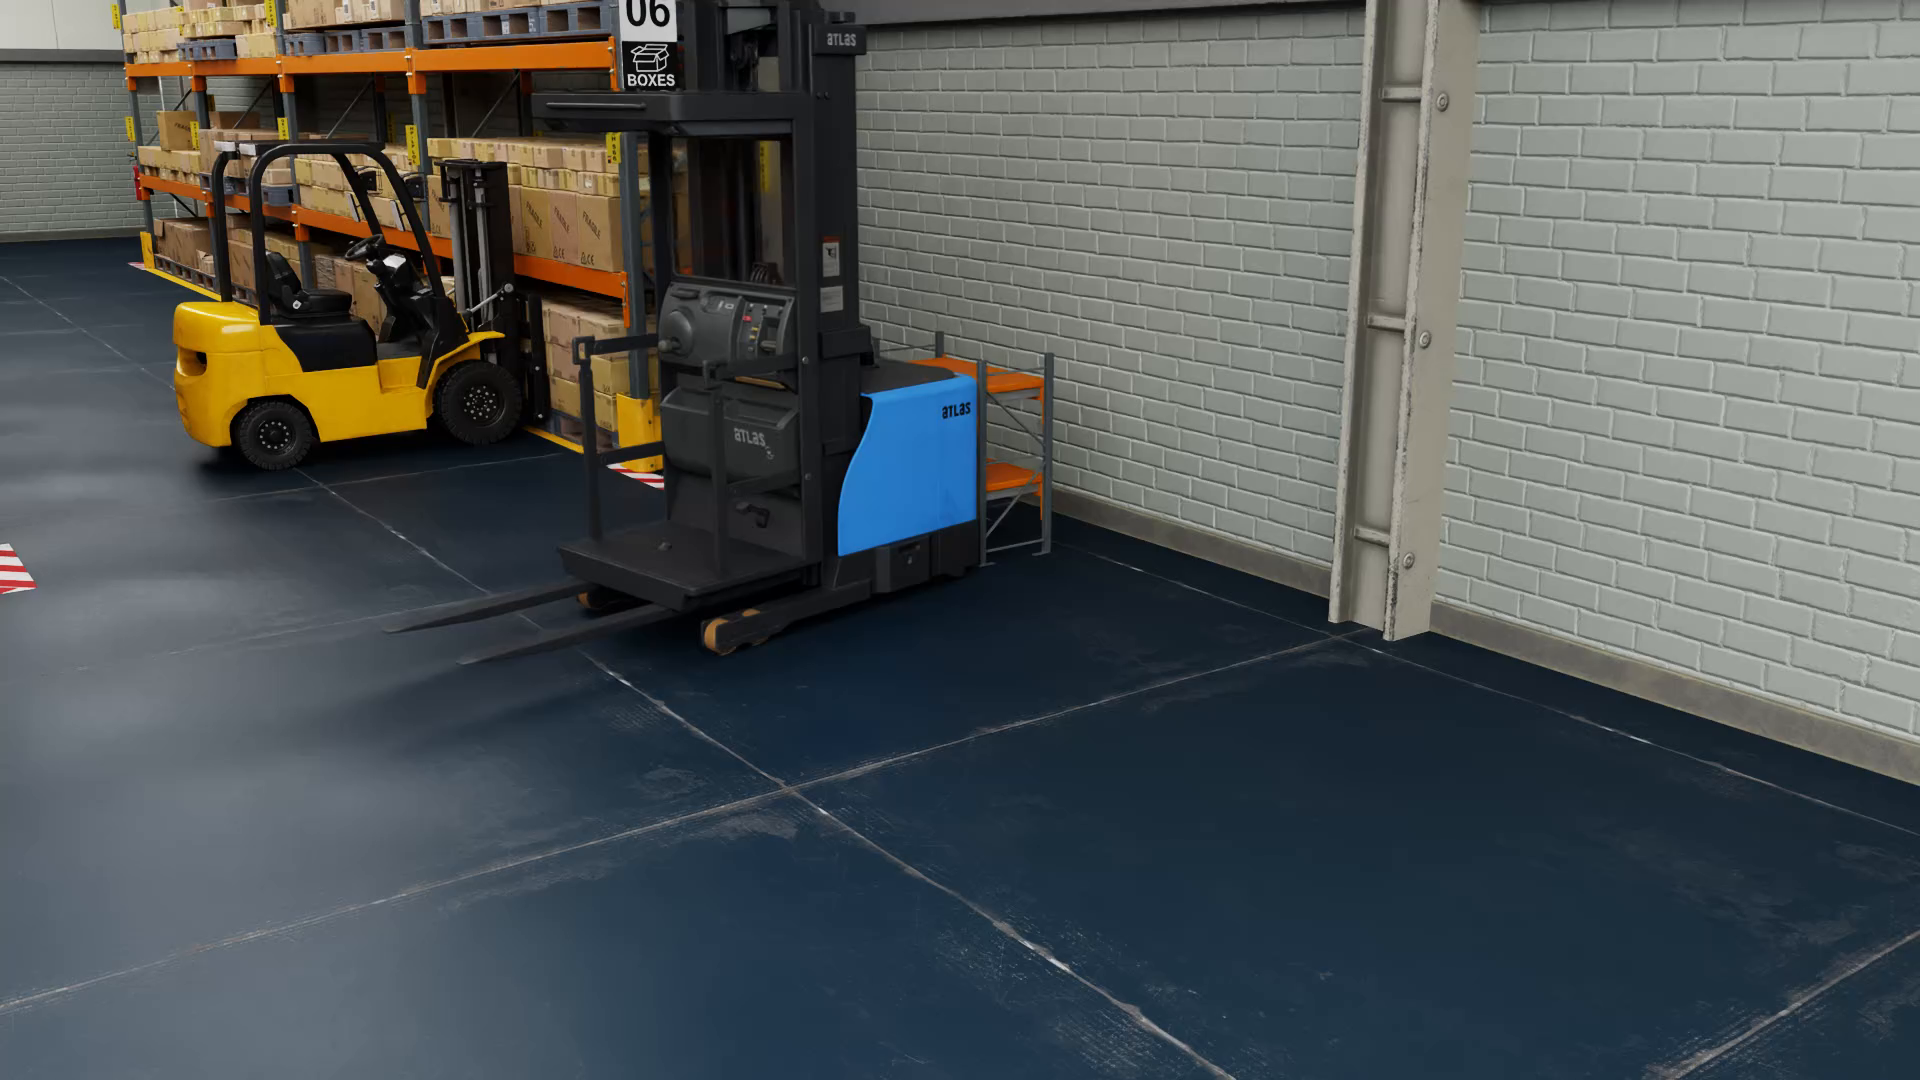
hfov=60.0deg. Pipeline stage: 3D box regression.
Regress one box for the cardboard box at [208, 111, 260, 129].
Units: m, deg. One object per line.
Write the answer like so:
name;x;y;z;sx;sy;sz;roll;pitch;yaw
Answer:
cardboard box;-9.524;-5.383;21.860;0.500;0.500;0.500;-11;19;-36

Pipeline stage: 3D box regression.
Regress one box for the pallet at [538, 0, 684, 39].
pallet;-2.203;-3.587;11.486;1.003;0.211;1.213;-11;19;-35

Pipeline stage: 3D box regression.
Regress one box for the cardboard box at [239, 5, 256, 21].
cardboard box;-7.566;-5.698;17.995;0.380;0.149;0.250;-11;19;-36

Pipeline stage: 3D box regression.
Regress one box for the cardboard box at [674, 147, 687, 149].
cardboard box;-1.939;-2.704;11.792;0.380;0.149;0.250;-10;18;-33

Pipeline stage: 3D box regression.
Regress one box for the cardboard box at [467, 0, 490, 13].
cardboard box;-3.533;-4.151;12.648;0.396;0.266;0.258;-11;19;-36

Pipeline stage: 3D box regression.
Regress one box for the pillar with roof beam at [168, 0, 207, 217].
pillar with roof beam;-15.554;-8.386;23.168;9.100;9.000;0.400;-11;19;-35

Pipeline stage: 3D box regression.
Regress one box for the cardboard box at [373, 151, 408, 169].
cardboard box;-5.070;-3.430;15.008;0.380;0.149;0.250;-12;19;-36

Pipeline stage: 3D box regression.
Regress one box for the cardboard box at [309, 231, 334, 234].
cardboard box;-7.495;-3.538;19.531;0.380;0.149;0.250;-12;19;-37

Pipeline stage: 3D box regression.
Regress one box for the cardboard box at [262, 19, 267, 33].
cardboard box;-7.186;-5.460;17.689;0.380;0.149;0.250;-10;18;-33

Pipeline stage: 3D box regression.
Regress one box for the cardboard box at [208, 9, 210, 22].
cardboard box;-8.343;-5.975;18.972;0.380;0.149;0.250;-11;19;-34

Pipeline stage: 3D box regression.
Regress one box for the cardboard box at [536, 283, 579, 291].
cardboard box;-3.118;-1.950;13.537;0.500;0.250;0.500;-11;19;-34

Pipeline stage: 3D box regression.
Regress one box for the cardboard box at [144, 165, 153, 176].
cardboard box;-11.245;-5.211;23.408;0.380;0.149;0.250;-11;19;-35

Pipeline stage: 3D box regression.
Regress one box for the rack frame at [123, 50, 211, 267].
rack frame;-11.216;-5.445;23.787;1.000;3.000;0.127;-11;19;-35

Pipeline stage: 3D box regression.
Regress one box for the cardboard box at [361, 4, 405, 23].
cardboard box;-5.052;-4.646;14.679;0.380;0.149;0.250;-11;19;-35

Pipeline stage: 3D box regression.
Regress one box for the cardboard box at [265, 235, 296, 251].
cardboard box;-7.764;-3.400;19.026;0.380;0.149;0.250;-12;19;-37

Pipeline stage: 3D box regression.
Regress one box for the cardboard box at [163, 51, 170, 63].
cardboard box;-10.034;-6.226;21.436;0.380;0.149;0.250;-11;19;-34

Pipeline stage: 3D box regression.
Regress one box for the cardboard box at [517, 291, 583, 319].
cardboard box;-3.233;-1.760;12.844;0.500;0.250;0.500;-11;19;-36

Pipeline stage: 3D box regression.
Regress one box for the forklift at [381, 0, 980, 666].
forklift;-1.266;-1.038;7.815;1.130;2.935;3.031;14;21;41

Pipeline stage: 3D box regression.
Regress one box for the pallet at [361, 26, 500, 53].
pallet;-4.689;-4.423;14.735;0.805;0.209;1.217;-12;19;-37

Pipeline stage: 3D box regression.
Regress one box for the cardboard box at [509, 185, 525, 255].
cardboard box;-3.214;-2.468;12.721;0.500;0.500;0.500;-11;19;-34

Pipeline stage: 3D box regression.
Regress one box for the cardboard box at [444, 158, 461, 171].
cardboard box;-4.032;-3.079;13.727;0.380;0.149;0.250;-10;18;-33

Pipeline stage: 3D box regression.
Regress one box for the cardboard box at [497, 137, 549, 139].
cardboard box;-3.728;-3.365;14.209;0.380;0.149;0.250;-11;19;-34

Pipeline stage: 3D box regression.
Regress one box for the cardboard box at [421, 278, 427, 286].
cardboard box;-4.476;-2.049;15.083;0.875;0.625;0.625;-10;18;-32

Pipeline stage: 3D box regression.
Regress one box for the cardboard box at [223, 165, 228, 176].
cardboard box;-8.357;-4.372;19.327;0.396;0.266;0.258;-10;18;-32

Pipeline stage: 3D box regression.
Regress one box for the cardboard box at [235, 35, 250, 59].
cardboard box;-7.601;-5.397;18.214;0.500;0.250;0.500;-11;19;-35

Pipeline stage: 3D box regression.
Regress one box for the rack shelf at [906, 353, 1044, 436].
rack shelf;-0.002;-0.827;9.358;0.538;0.278;1.000;-11;19;-35

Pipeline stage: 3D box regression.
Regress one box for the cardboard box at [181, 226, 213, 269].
cardboard box;-9.851;-3.886;22.032;0.700;0.500;0.500;-12;19;-37

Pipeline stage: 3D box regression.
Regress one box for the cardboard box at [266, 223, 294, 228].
cardboard box;-8.414;-3.866;20.731;0.380;0.149;0.250;-12;19;-37

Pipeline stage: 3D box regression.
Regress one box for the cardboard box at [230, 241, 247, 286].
cardboard box;-8.441;-3.337;20.026;0.500;0.500;0.500;-11;19;-35

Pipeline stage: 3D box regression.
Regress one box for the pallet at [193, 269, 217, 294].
pallet;-9.267;-3.392;21.571;1.003;0.211;1.213;-11;19;-35

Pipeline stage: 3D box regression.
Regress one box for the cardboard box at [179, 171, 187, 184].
cardboard box;-9.904;-4.713;21.588;0.380;0.149;0.250;-11;19;-35

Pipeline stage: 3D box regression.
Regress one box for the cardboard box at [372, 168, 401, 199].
cardboard box;-4.964;-3.225;15.014;0.500;0.250;0.500;-11;19;-36

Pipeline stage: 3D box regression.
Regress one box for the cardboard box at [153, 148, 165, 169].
cardboard box;-10.570;-5.162;22.474;0.500;0.250;0.500;-11;19;-36

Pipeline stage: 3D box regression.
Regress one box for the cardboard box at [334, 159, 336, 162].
cardboard box;-5.897;-3.773;16.261;0.380;0.149;0.250;-11;19;-34

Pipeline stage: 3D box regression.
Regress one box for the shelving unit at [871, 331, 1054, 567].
shelving unit;-0.002;-0.545;9.435;0.538;1.125;1.048;-11;19;-35

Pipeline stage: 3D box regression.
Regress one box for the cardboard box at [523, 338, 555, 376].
cardboard box;-2.954;-1.417;12.536;0.500;0.250;0.500;-11;19;-36

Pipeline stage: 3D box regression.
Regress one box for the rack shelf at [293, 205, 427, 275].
rack shelf;-5.336;-2.962;16.080;1.077;0.370;4.000;-11;19;-35

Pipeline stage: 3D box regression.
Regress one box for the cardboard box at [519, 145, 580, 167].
cardboard box;-3.021;-2.833;12.265;0.380;0.149;0.250;-10;18;-33

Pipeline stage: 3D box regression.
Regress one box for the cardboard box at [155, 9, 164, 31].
cardboard box;-9.952;-6.636;21.233;0.500;0.250;0.500;-10;18;-34

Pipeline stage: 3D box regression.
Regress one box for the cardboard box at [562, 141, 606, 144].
cardboard box;-2.878;-3.028;12.976;0.380;0.149;0.250;-10;18;-33

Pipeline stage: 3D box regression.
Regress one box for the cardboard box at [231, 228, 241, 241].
cardboard box;-8.643;-3.735;20.252;0.380;0.149;0.250;-11;19;-36

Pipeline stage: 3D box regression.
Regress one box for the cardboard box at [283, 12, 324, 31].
cardboard box;-6.553;-5.200;16.667;0.380;0.166;0.250;-11;19;-35

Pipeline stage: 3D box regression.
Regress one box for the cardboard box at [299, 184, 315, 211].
cardboard box;-6.449;-3.531;17.080;0.500;0.250;0.500;-11;19;-34

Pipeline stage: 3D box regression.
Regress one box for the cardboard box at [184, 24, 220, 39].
cardboard box;-8.886;-5.981;19.554;0.380;0.149;0.250;-11;19;-34

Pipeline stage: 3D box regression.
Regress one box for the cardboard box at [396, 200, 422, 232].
cardboard box;-4.668;-2.877;14.689;0.500;0.250;0.500;-10;18;-33

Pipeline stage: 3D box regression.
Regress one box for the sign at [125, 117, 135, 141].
sign;-11.655;-5.778;23.365;0.100;0.325;0.005;-11;19;-35

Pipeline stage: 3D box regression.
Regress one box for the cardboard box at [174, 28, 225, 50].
cardboard box;-9.350;-6.173;20.485;0.500;0.250;0.500;-11;19;-34

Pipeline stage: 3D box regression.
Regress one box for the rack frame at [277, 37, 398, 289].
rack frame;-6.512;-3.736;17.545;1.000;3.000;0.127;-11;19;-35

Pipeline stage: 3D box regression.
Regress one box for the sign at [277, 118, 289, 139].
sign;-6.945;-4.170;17.088;0.100;0.325;0.005;-11;19;-35

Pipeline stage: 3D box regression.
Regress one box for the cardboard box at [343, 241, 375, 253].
cardboard box;-6.567;-3.206;18.318;0.380;0.149;0.250;-10;18;-32

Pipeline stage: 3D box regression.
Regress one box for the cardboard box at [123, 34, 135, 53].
cardboard box;-11.176;-6.825;22.870;0.500;0.250;0.500;-11;19;-35

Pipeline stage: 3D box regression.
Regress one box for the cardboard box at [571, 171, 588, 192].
cardboard box;-2.516;-2.535;11.736;0.380;0.149;0.250;-10;18;-34

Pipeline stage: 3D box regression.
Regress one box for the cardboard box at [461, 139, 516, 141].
cardboard box;-3.829;-3.178;13.523;0.380;0.149;0.250;-11;19;-36

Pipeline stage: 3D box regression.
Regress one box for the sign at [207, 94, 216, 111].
sign;-10.755;-6.237;23.891;0.100;0.325;0.005;-11;19;-35
